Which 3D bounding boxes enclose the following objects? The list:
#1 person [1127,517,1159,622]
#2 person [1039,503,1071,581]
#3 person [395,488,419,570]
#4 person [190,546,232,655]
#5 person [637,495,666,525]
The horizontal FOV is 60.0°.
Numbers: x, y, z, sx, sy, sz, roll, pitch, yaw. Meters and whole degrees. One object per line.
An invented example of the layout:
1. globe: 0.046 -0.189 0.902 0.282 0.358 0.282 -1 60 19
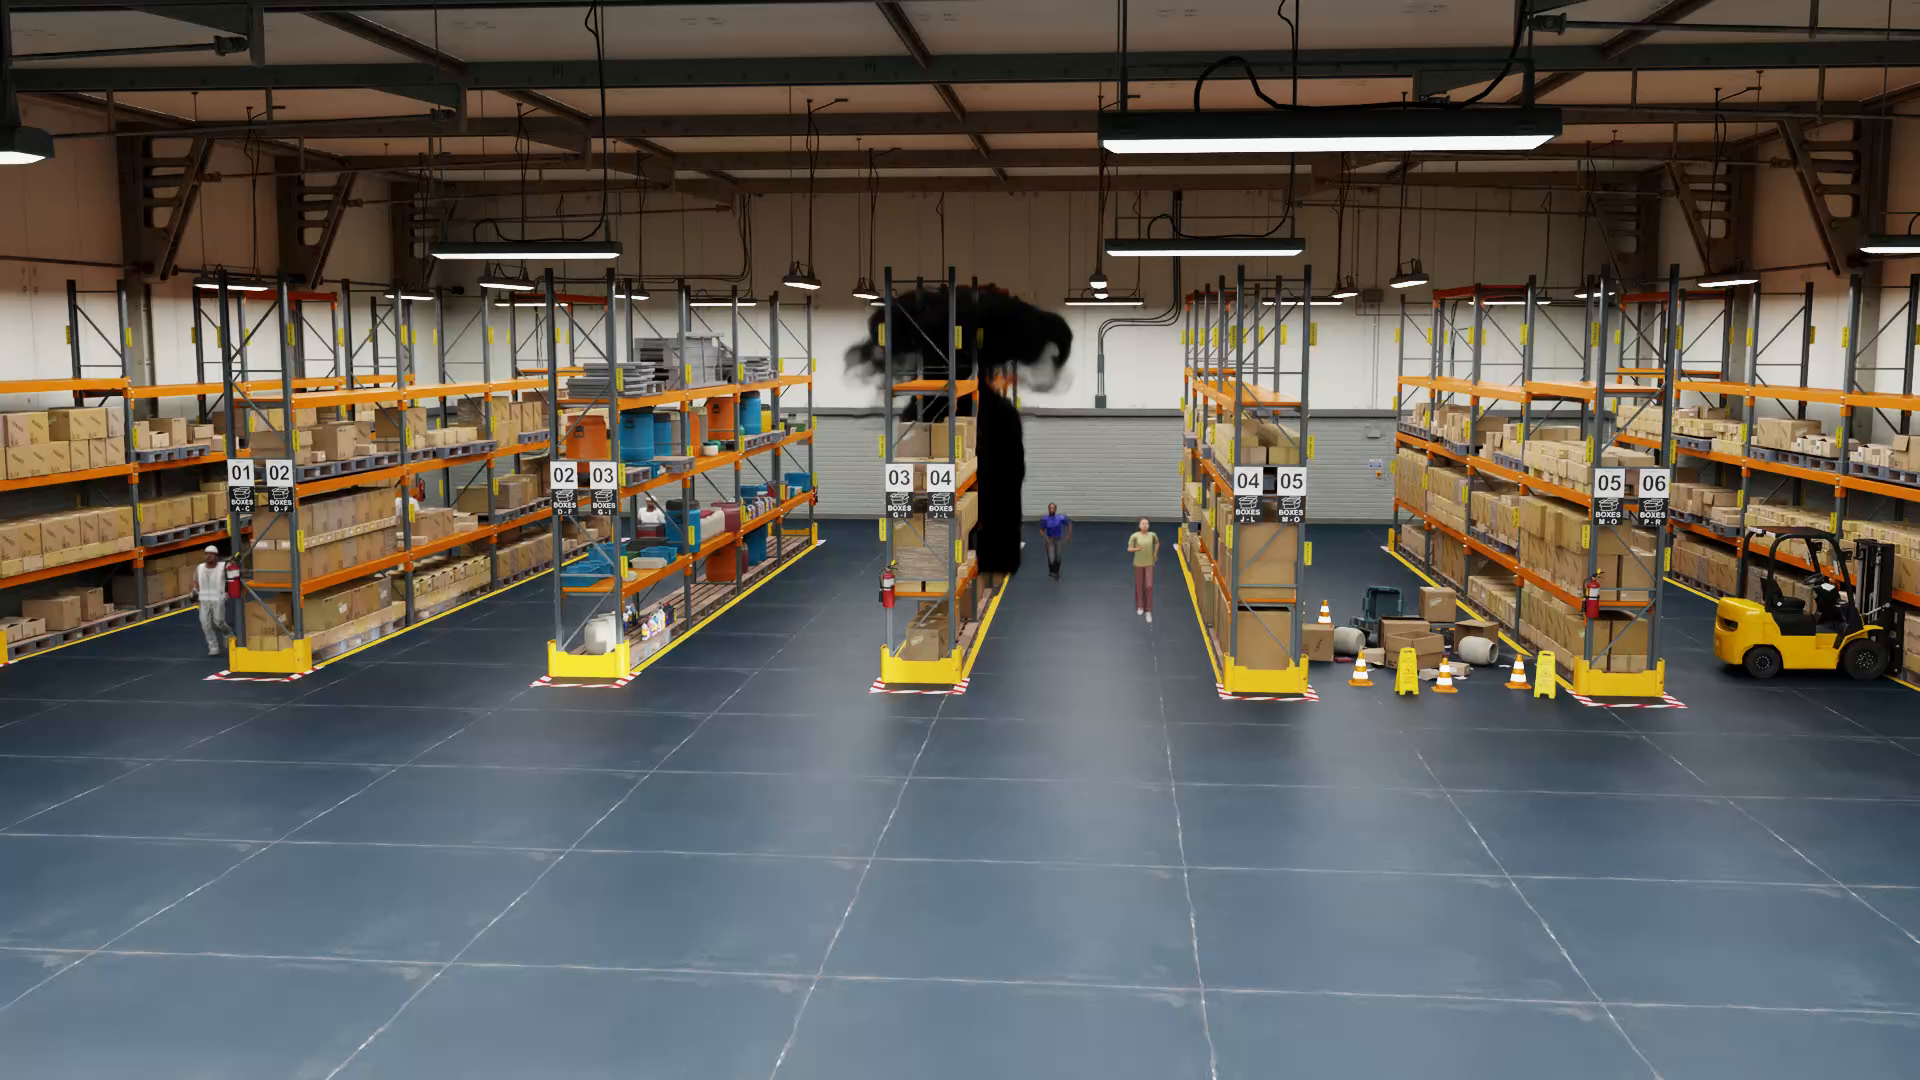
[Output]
1. person: 3.098 0.475 28.047 0.562 1.744 0.690 0 7 0
2. person: 1.870 0.058 32.835 0.611 1.567 0.648 1 7 9
3. person: -12.058 -0.254 36.091 0.672 1.851 0.835 -1 7 -9
4. person: -11.808 0.956 26.276 0.678 1.733 0.573 0 7 -3
5. person: -6.382 -0.031 34.342 0.672 1.824 0.766 0 7 -2
